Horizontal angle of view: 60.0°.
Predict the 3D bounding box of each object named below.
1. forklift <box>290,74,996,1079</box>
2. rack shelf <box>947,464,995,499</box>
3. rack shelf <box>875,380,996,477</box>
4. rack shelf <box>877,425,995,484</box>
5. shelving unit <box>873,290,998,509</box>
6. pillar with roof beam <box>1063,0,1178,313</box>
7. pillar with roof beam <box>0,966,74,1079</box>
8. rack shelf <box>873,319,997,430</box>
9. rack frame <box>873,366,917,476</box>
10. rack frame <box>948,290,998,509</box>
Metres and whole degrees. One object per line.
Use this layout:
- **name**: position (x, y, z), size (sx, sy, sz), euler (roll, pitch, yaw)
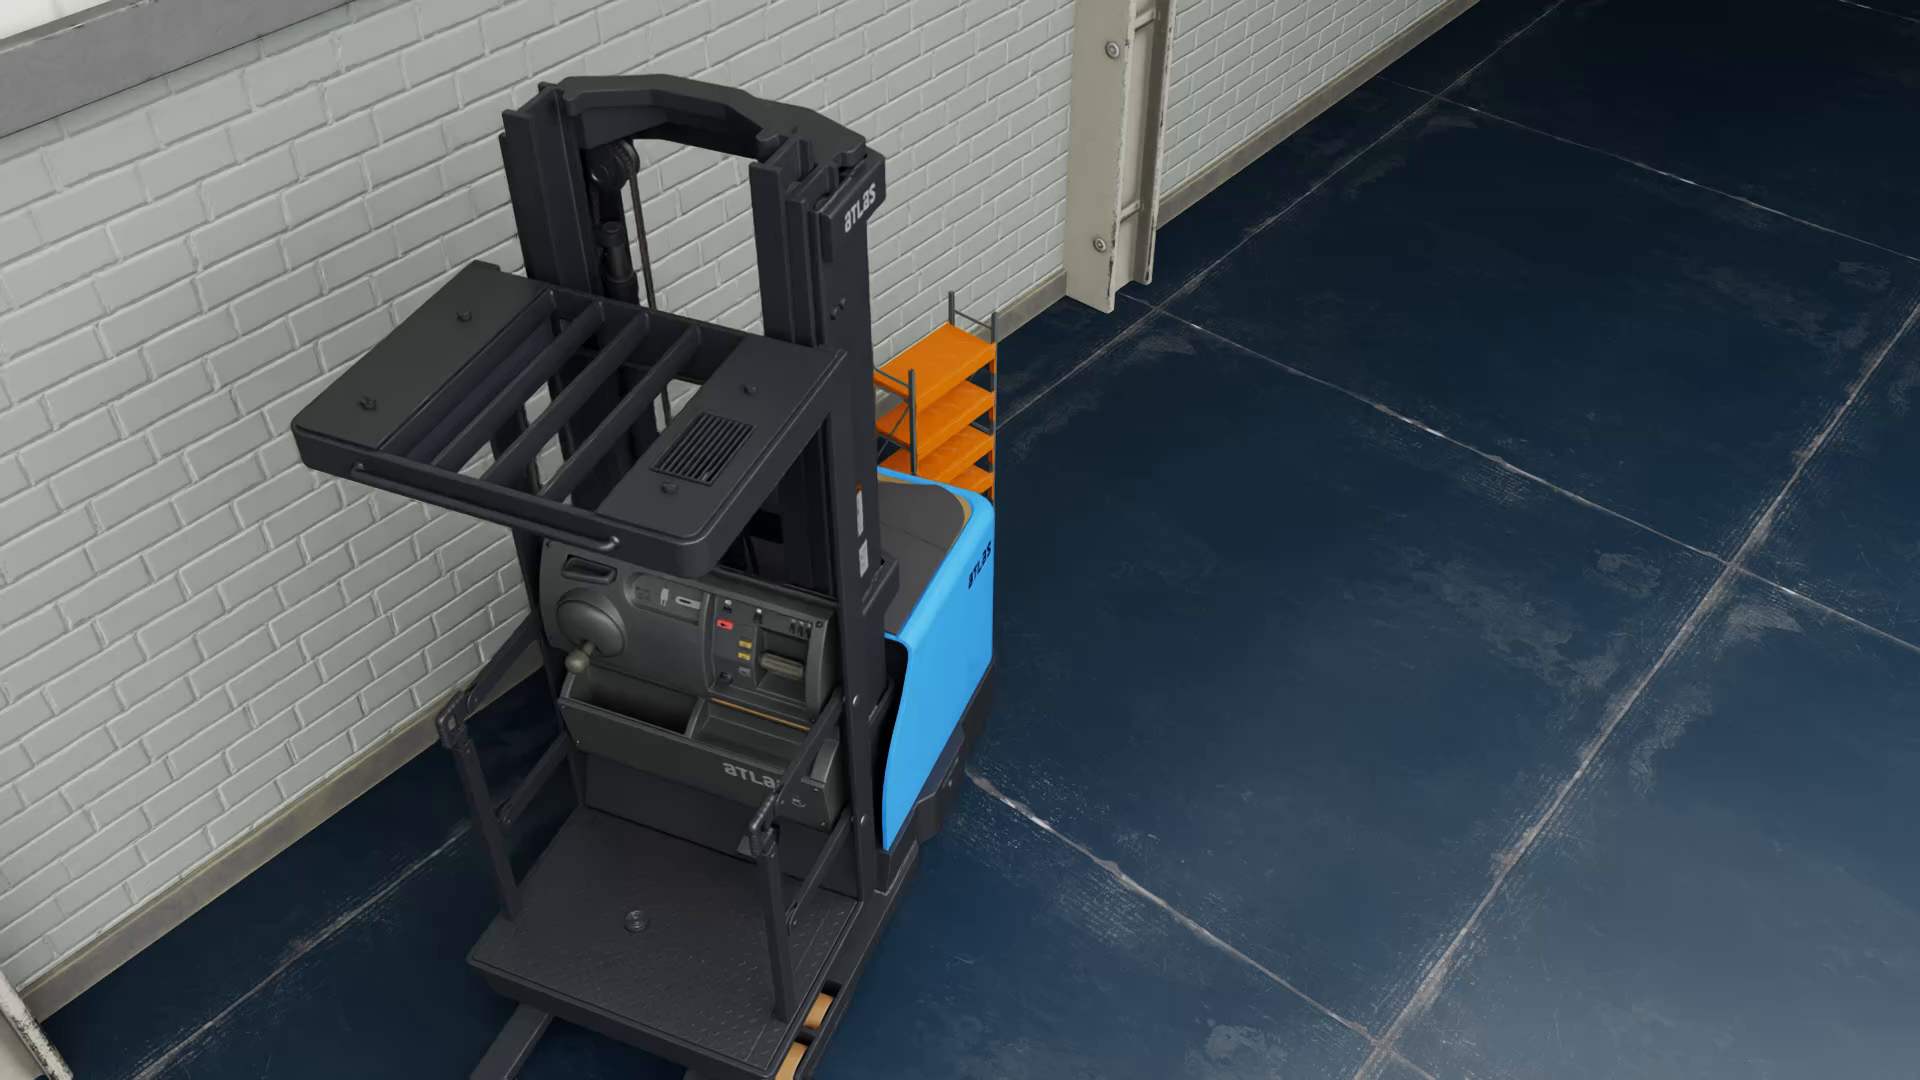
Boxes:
- **forklift**: position (-0.889, 0.351, 4.685), size (1.130, 2.935, 3.031), euler (15, 44, 16)
- **rack shelf**: position (-0.107, -0.162, 6.931), size (0.258, 0.148, 0.480), euler (29, 50, 28)
- **rack shelf**: position (-0.107, -0.474, 6.647), size (0.258, 0.148, 0.480), euler (29, 50, 28)
- **rack shelf**: position (-0.107, -0.309, 6.798), size (0.258, 0.148, 0.480), euler (29, 50, 28)
- **shelving unit**: position (-0.107, -0.359, 6.753), size (0.258, 1.200, 0.503), euler (29, 50, 28)
- **pillar with roof beam**: position (4.063, -2.794, 3.634), size (9.100, 9.000, 0.400), euler (29, 50, 28)
- **pillar with roof beam**: position (0.201, 0.296, 0.236), size (9.100, 9.000, 0.400), euler (29, 50, 28)
- **rack shelf**: position (-0.107, -0.649, 6.488), size (0.258, 0.148, 0.480), euler (29, 50, 28)
- **rack frame**: position (-0.264, -0.233, 6.614), size (0.240, 1.200, 0.015), euler (29, 50, 28)
- **rack frame**: position (0.051, -0.484, 6.891), size (0.240, 1.200, 0.015), euler (29, 50, 28)
